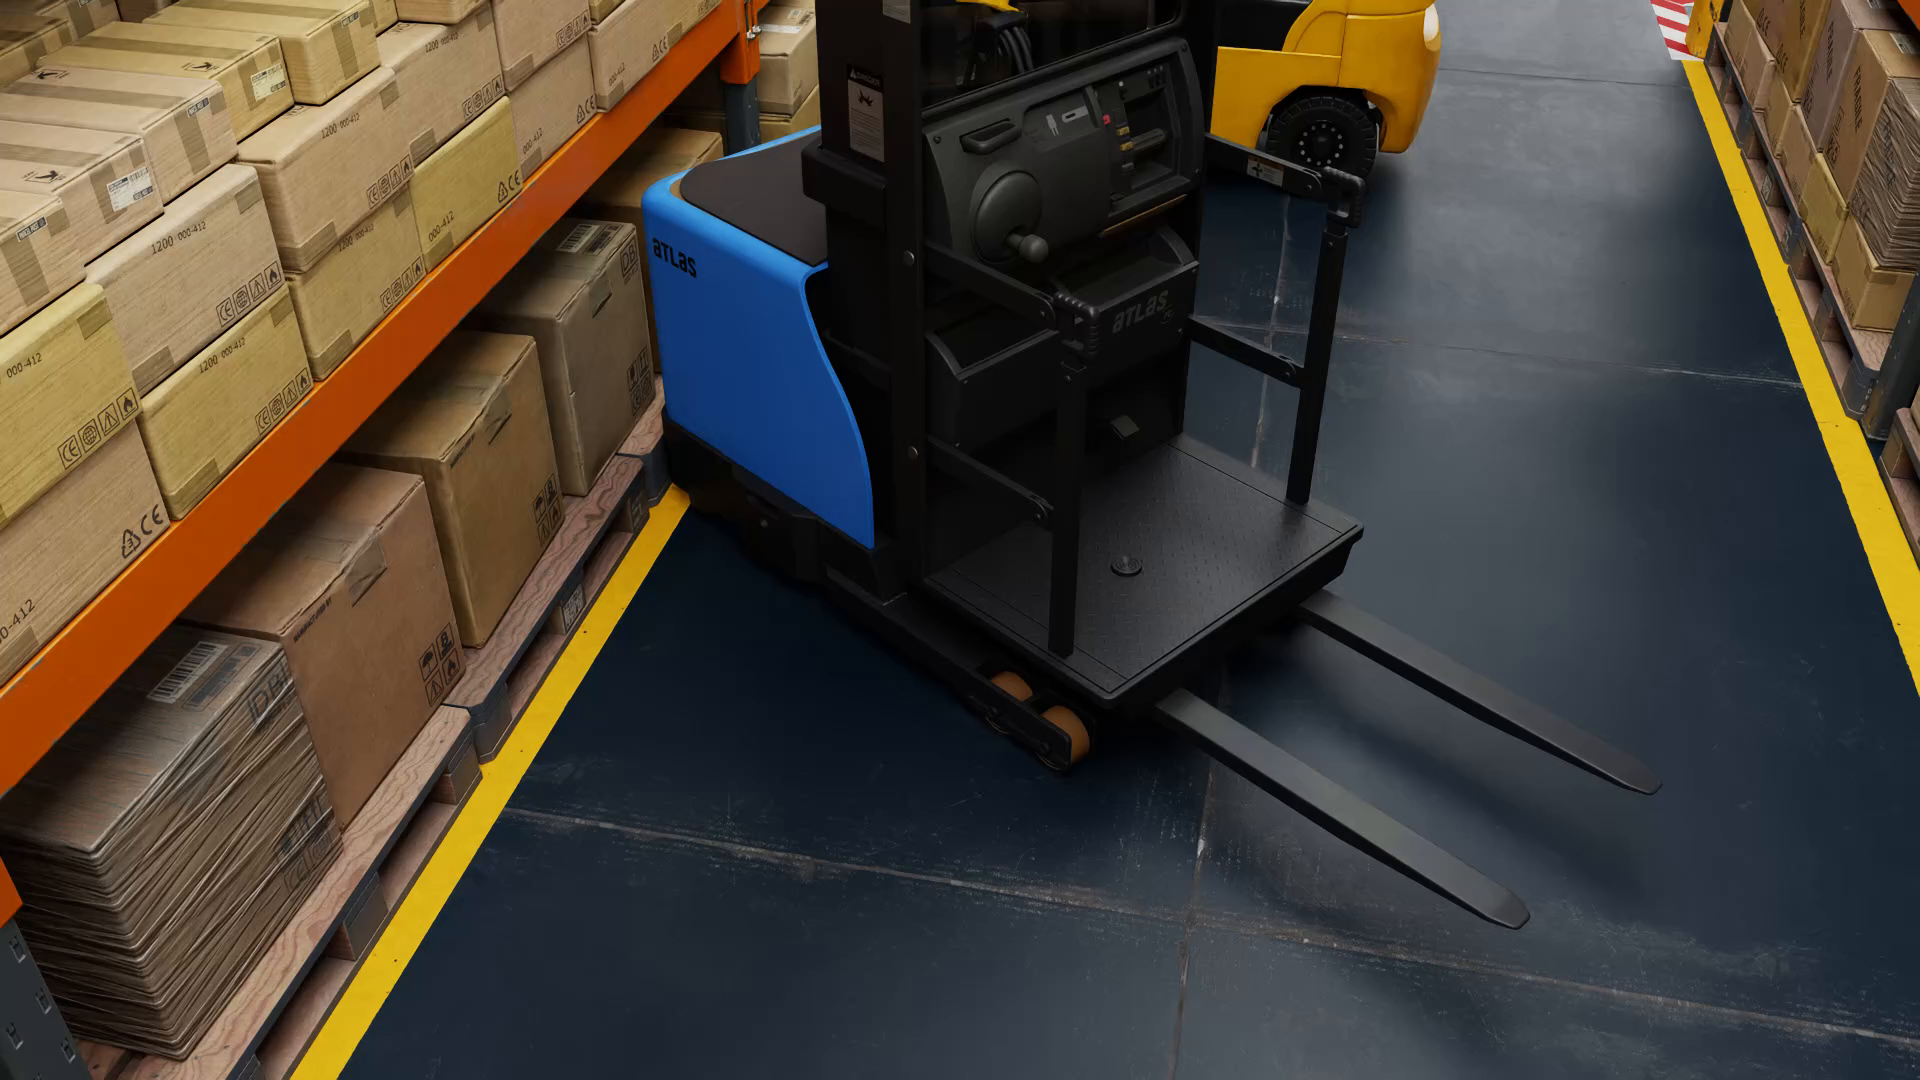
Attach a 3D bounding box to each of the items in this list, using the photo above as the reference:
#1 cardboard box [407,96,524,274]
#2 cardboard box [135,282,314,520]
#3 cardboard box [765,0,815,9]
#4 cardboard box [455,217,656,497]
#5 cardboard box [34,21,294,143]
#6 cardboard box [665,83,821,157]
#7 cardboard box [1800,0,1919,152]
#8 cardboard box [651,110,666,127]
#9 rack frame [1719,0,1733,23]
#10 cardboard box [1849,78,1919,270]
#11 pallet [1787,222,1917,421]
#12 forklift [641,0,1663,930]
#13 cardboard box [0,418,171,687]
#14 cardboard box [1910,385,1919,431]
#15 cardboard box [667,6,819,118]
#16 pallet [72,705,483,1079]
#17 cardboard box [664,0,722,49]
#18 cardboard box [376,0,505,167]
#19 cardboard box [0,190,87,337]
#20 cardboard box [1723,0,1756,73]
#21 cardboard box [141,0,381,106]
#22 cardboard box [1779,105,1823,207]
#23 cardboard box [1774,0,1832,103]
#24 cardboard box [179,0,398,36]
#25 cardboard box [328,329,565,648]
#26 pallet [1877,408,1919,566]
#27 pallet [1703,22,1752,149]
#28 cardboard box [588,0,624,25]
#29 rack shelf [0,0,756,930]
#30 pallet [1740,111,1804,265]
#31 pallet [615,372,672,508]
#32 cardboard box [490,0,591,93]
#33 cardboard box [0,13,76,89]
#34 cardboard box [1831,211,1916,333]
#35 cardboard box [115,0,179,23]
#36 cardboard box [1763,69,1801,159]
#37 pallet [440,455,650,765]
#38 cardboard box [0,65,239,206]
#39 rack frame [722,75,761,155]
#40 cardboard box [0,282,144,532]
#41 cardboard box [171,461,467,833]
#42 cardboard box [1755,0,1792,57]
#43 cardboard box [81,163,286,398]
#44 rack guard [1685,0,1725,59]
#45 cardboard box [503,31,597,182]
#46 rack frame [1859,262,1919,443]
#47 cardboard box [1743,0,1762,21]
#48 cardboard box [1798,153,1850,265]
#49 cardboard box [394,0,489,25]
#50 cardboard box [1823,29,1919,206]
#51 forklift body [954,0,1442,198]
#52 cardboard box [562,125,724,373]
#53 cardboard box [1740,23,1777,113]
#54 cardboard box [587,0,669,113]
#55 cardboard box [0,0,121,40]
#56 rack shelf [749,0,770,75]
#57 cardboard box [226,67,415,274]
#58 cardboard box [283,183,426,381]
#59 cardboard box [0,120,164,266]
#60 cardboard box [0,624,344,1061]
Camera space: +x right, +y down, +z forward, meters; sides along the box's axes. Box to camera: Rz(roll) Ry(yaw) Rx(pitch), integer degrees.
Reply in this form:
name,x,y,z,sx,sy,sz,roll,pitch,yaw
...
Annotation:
name,x,y,z,sx,sy,sz,roll,pitch,yaw
cardboard box,-1.422,-0.898,4.061,0.500,0.250,0.500,8,37,11
cardboard box,-1.638,-0.305,3.242,0.500,0.250,0.500,7,36,9
cardboard box,-0.700,-2.139,6.778,0.500,0.250,0.500,7,37,10
cardboard box,-1.503,-0.611,5.203,0.875,0.625,0.625,7,37,9
cardboard box,-1.574,-0.906,3.306,0.380,0.149,0.250,8,37,10
cardboard box,-0.825,-1.645,6.523,0.500,0.250,0.500,7,37,10
cardboard box,3.700,-1.845,6.585,0.500,0.500,0.500,9,37,12
cardboard box,-1.326,-1.711,6.614,0.500,0.250,0.500,7,36,9
rack frame,4.475,-3.820,7.965,1.000,3.000,0.127,7,37,10
cardboard box,3.485,-1.260,5.779,0.500,0.500,0.500,7,36,9
pallet,3.729,-0.787,6.157,1.003,0.211,1.213,7,37,10
forklift,0.430,-0.922,4.024,1.130,2.935,3.031,-29,45,-34
cardboard box,-1.750,-0.017,2.845,0.500,0.250,0.500,7,37,10
cardboard box,3.511,-0.332,5.034,0.950,0.372,0.625,8,37,11
cardboard box,-0.820,-1.847,6.375,0.500,0.250,0.500,7,36,9
pallet,-1.870,0.808,3.955,1.003,0.211,1.213,7,37,10
cardboard box,-1.081,-1.765,5.257,0.500,0.250,0.500,8,37,11
cardboard box,-1.428,-1.100,3.914,0.500,0.250,0.500,8,37,11
cardboard box,-1.672,-0.456,2.685,0.380,0.149,0.250,8,37,11
cardboard box,4.032,-2.449,8.058,0.500,0.250,0.500,7,37,10
cardboard box,-1.463,-1.044,3.497,0.380,0.149,0.250,8,37,11
cardboard box,3.701,-1.554,6.823,0.500,0.250,0.500,8,37,11
cardboard box,3.805,-2.152,7.010,0.500,0.500,0.500,8,37,11
cardboard box,-1.501,-1.205,3.719,0.380,0.149,0.250,7,37,10
cardboard box,-1.662,-0.180,4.608,0.875,0.625,0.625,6,36,8
pallet,3.456,0.049,5.003,1.003,0.211,1.213,7,37,10
pallet,4.251,-2.186,8.087,1.003,0.211,1.213,7,37,10
cardboard box,-1.187,-1.679,4.713,0.500,0.250,0.500,6,36,9
rack shelf,-1.657,-0.709,4.286,1.077,0.370,4.000,7,37,10
pallet,3.988,-1.489,7.125,1.003,0.211,1.213,7,37,10
pallet,-1.349,-0.591,5.885,1.003,0.211,1.213,7,37,10
cardboard box,-1.302,-1.387,4.310,0.500,0.250,0.500,8,37,11
cardboard box,-2.034,-0.963,3.385,0.380,0.149,0.250,7,37,10
cardboard box,3.484,-0.956,5.999,0.500,0.250,0.500,9,37,12
cardboard box,-1.903,-1.252,3.783,0.380,0.149,0.250,8,37,11
cardboard box,3.812,-1.843,7.222,0.500,0.250,0.500,10,37,13
pallet,-1.607,0.111,4.917,1.003,0.211,1.213,7,37,10
cardboard box,-1.599,-0.758,3.102,0.380,0.149,0.250,8,37,10
rack frame,-1.229,-2.147,5.656,1.000,3.000,0.127,7,37,10
cardboard box,-1.726,-0.216,2.694,0.500,0.250,0.500,7,37,10
cardboard box,-1.805,0.206,4.075,0.875,0.625,0.625,8,37,11
cardboard box,3.921,-2.439,7.405,0.500,0.500,0.500,6,36,8
cardboard box,-1.642,-0.506,3.094,0.500,0.250,0.500,8,37,11
rack guard,4.459,-2.765,8.638,1.175,0.500,0.348,7,37,10
cardboard box,-1.319,-1.195,4.470,0.500,0.250,0.500,8,37,10
rack frame,3.621,-1.527,4.801,1.000,3.000,0.127,7,37,10
cardboard box,4.028,-2.739,7.819,0.500,0.500,0.500,6,36,8
cardboard box,3.588,-1.263,6.422,0.500,0.250,0.500,6,36,9
cardboard box,-1.310,-1.329,3.889,0.380,0.149,0.250,6,36,9
cardboard box,3.592,-1.552,6.182,0.500,0.500,0.500,8,37,11
forklift body,1.002,-2.781,7.254,2.313,2.155,1.214,7,37,10
cardboard box,-1.330,-1.055,5.815,0.875,0.625,0.625,9,37,12
cardboard box,3.916,-2.158,7.656,0.500,0.250,0.500,9,37,12
cardboard box,-1.183,-1.476,4.858,0.500,0.250,0.500,7,37,10
cardboard box,-2.063,-1.117,3.597,0.380,0.149,0.250,7,36,9
rack shelf,-0.802,-3.002,7.450,1.077,0.370,4.000,7,37,10
cardboard box,-1.513,-0.804,3.505,0.500,0.250,0.500,6,36,9
cardboard box,-1.535,-0.601,3.651,0.500,0.250,0.500,6,36,8
cardboard box,-1.642,-0.607,2.893,0.380,0.149,0.250,8,37,11
cardboard box,-1.937,0.582,3.557,0.875,0.625,0.625,8,37,11
